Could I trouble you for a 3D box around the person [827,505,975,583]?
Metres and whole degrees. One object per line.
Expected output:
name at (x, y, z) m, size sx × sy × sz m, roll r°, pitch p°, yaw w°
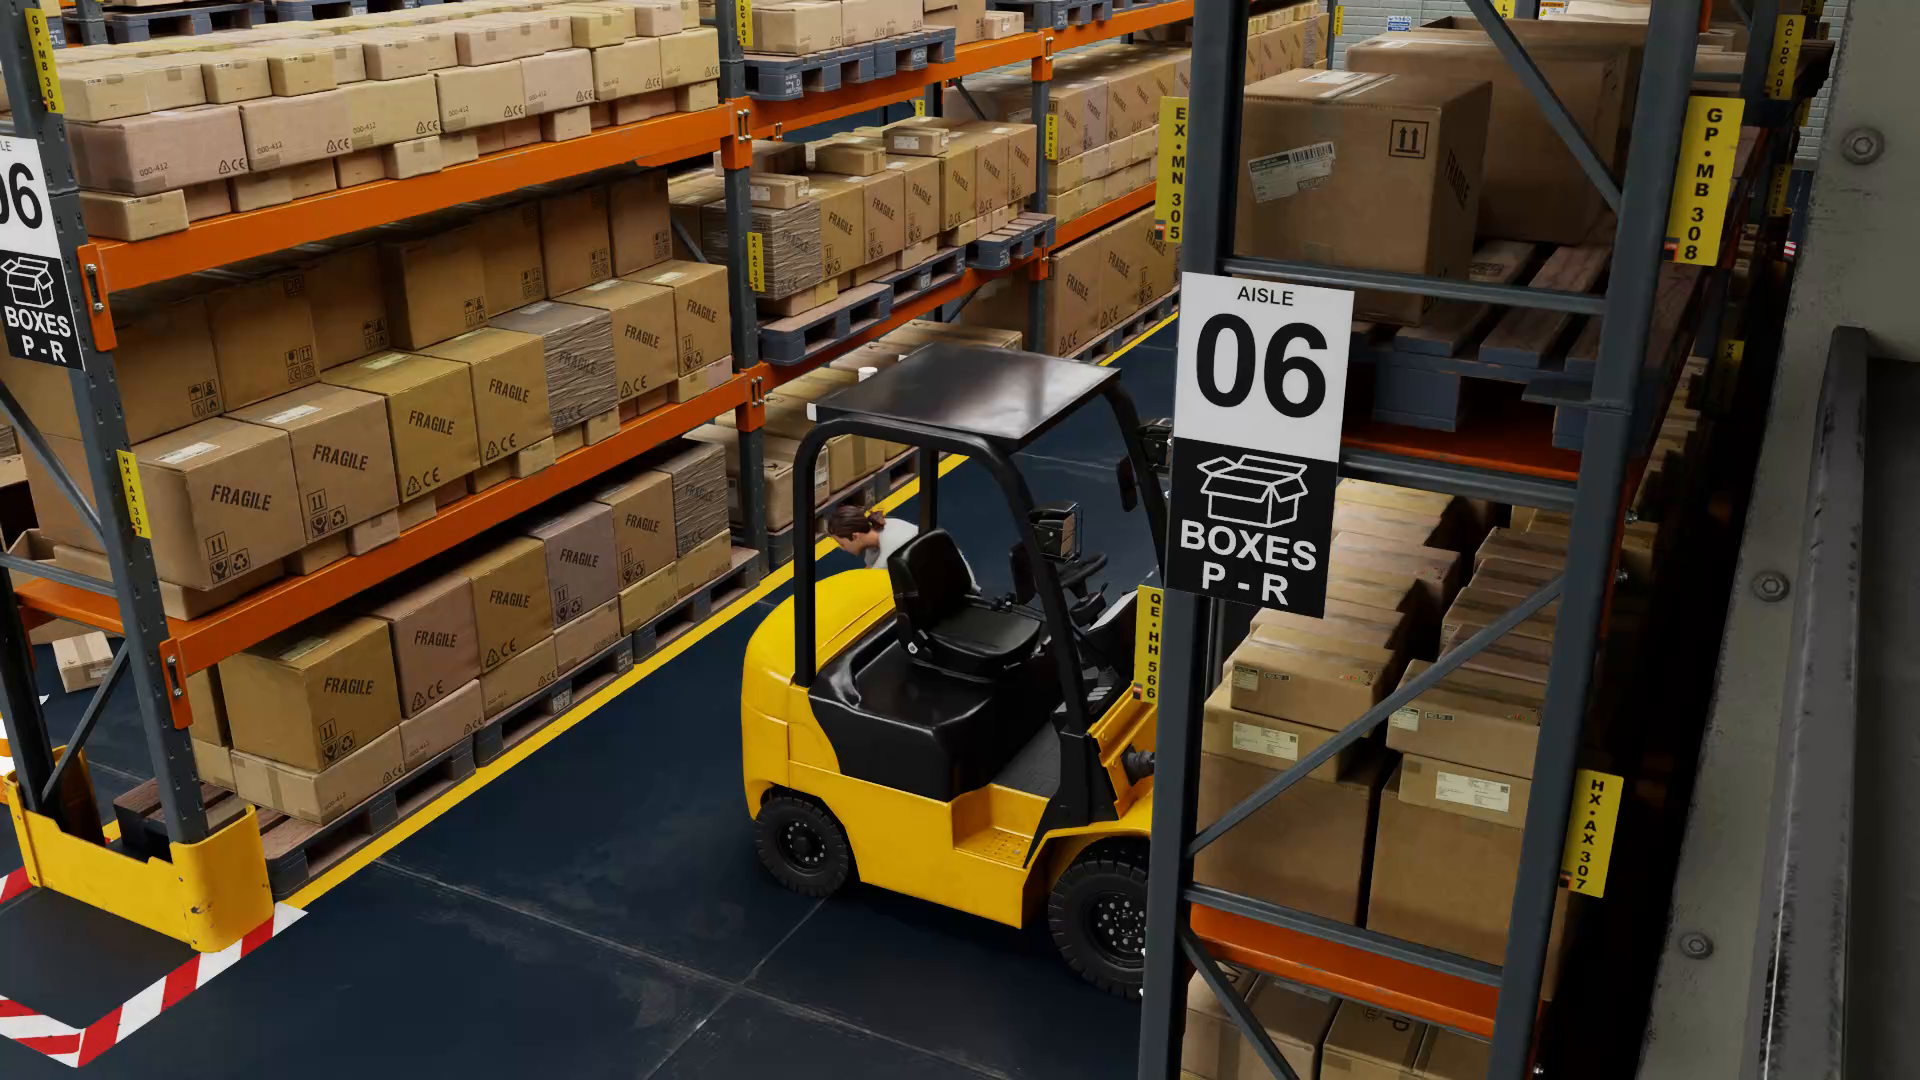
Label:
person at (-0.318, 0.254, 8.723) m, size 0.797 × 0.966 × 0.487 m, roll -1°, pitch 23°, yaw -2°
